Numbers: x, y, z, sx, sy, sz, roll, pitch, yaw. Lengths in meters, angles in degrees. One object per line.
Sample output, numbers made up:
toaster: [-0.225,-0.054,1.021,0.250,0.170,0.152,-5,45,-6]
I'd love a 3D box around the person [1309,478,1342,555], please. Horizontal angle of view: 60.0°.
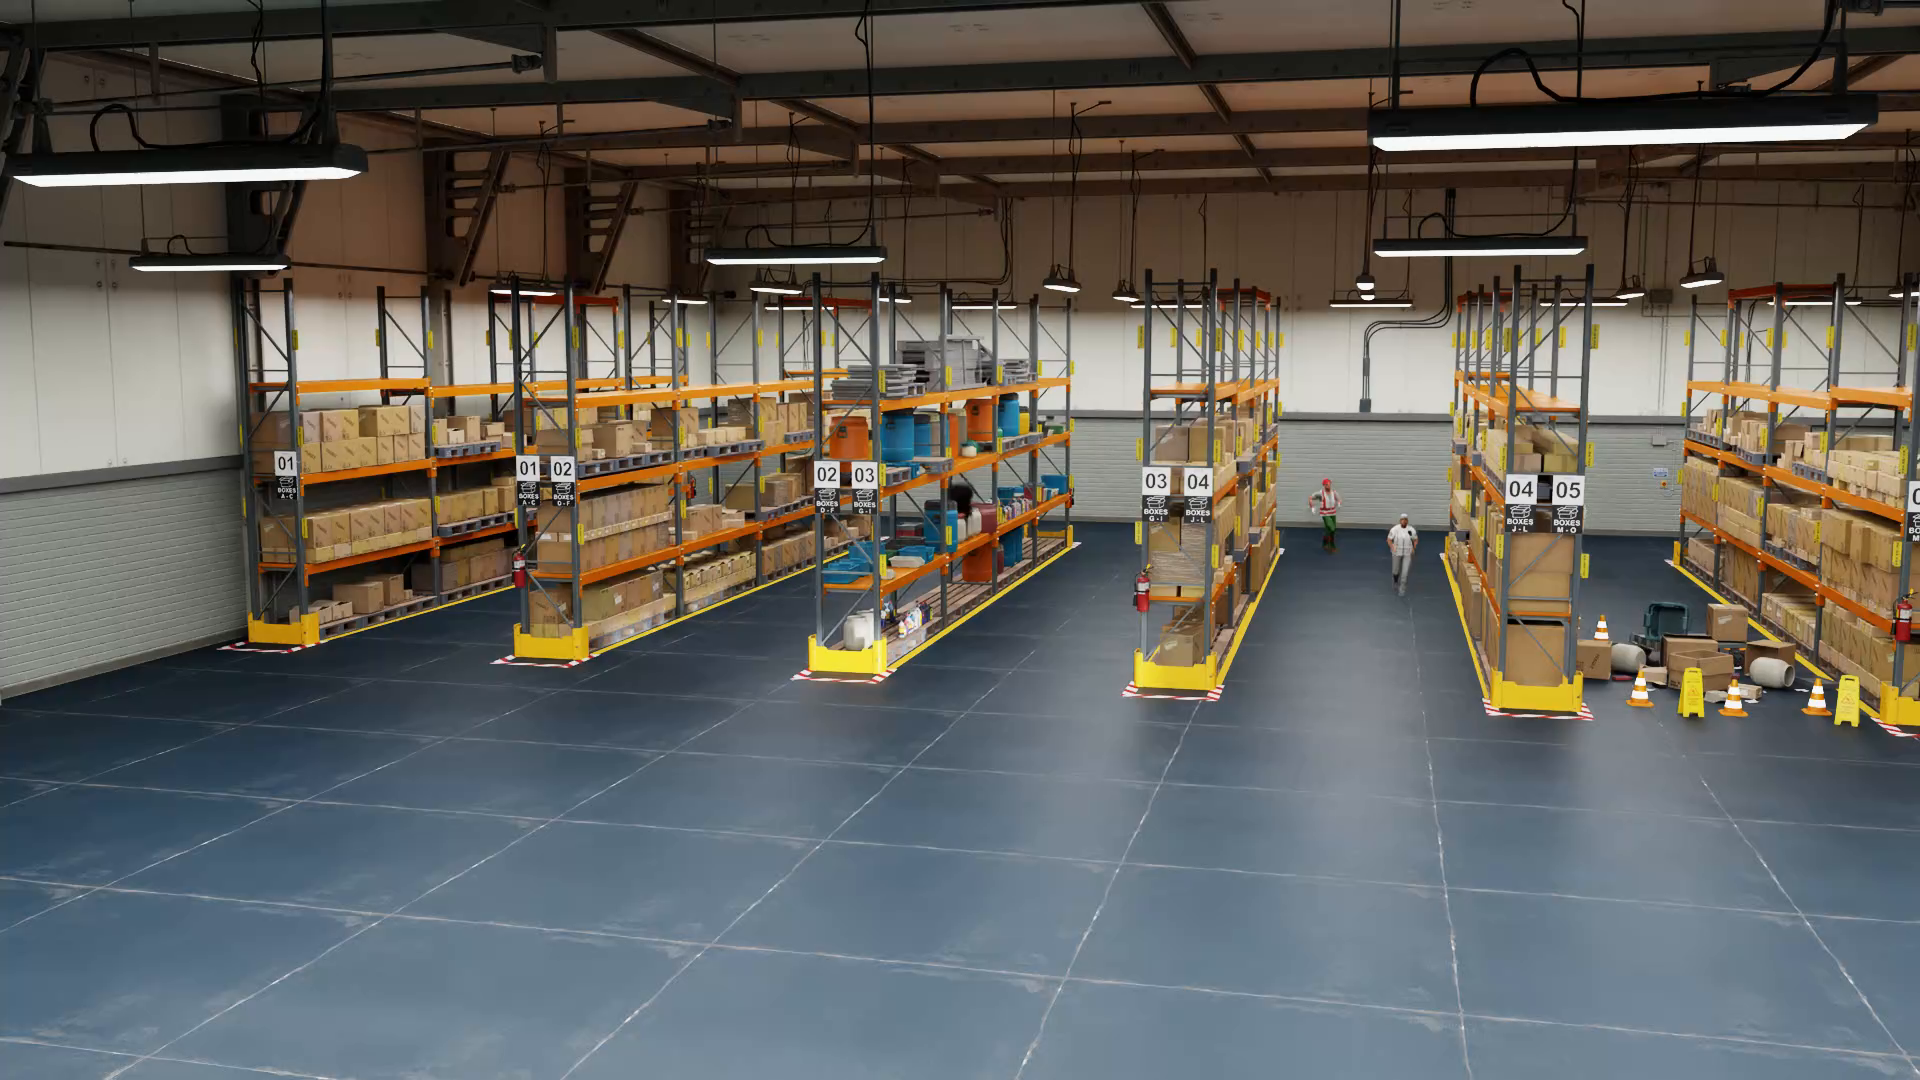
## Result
person: [8.633,-0.555,39.136,0.713,1.805,0.742,-3,7,-23]

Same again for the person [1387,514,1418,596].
person: [8.709,0.282,32.714,0.595,1.622,0.560,1,7,11]
